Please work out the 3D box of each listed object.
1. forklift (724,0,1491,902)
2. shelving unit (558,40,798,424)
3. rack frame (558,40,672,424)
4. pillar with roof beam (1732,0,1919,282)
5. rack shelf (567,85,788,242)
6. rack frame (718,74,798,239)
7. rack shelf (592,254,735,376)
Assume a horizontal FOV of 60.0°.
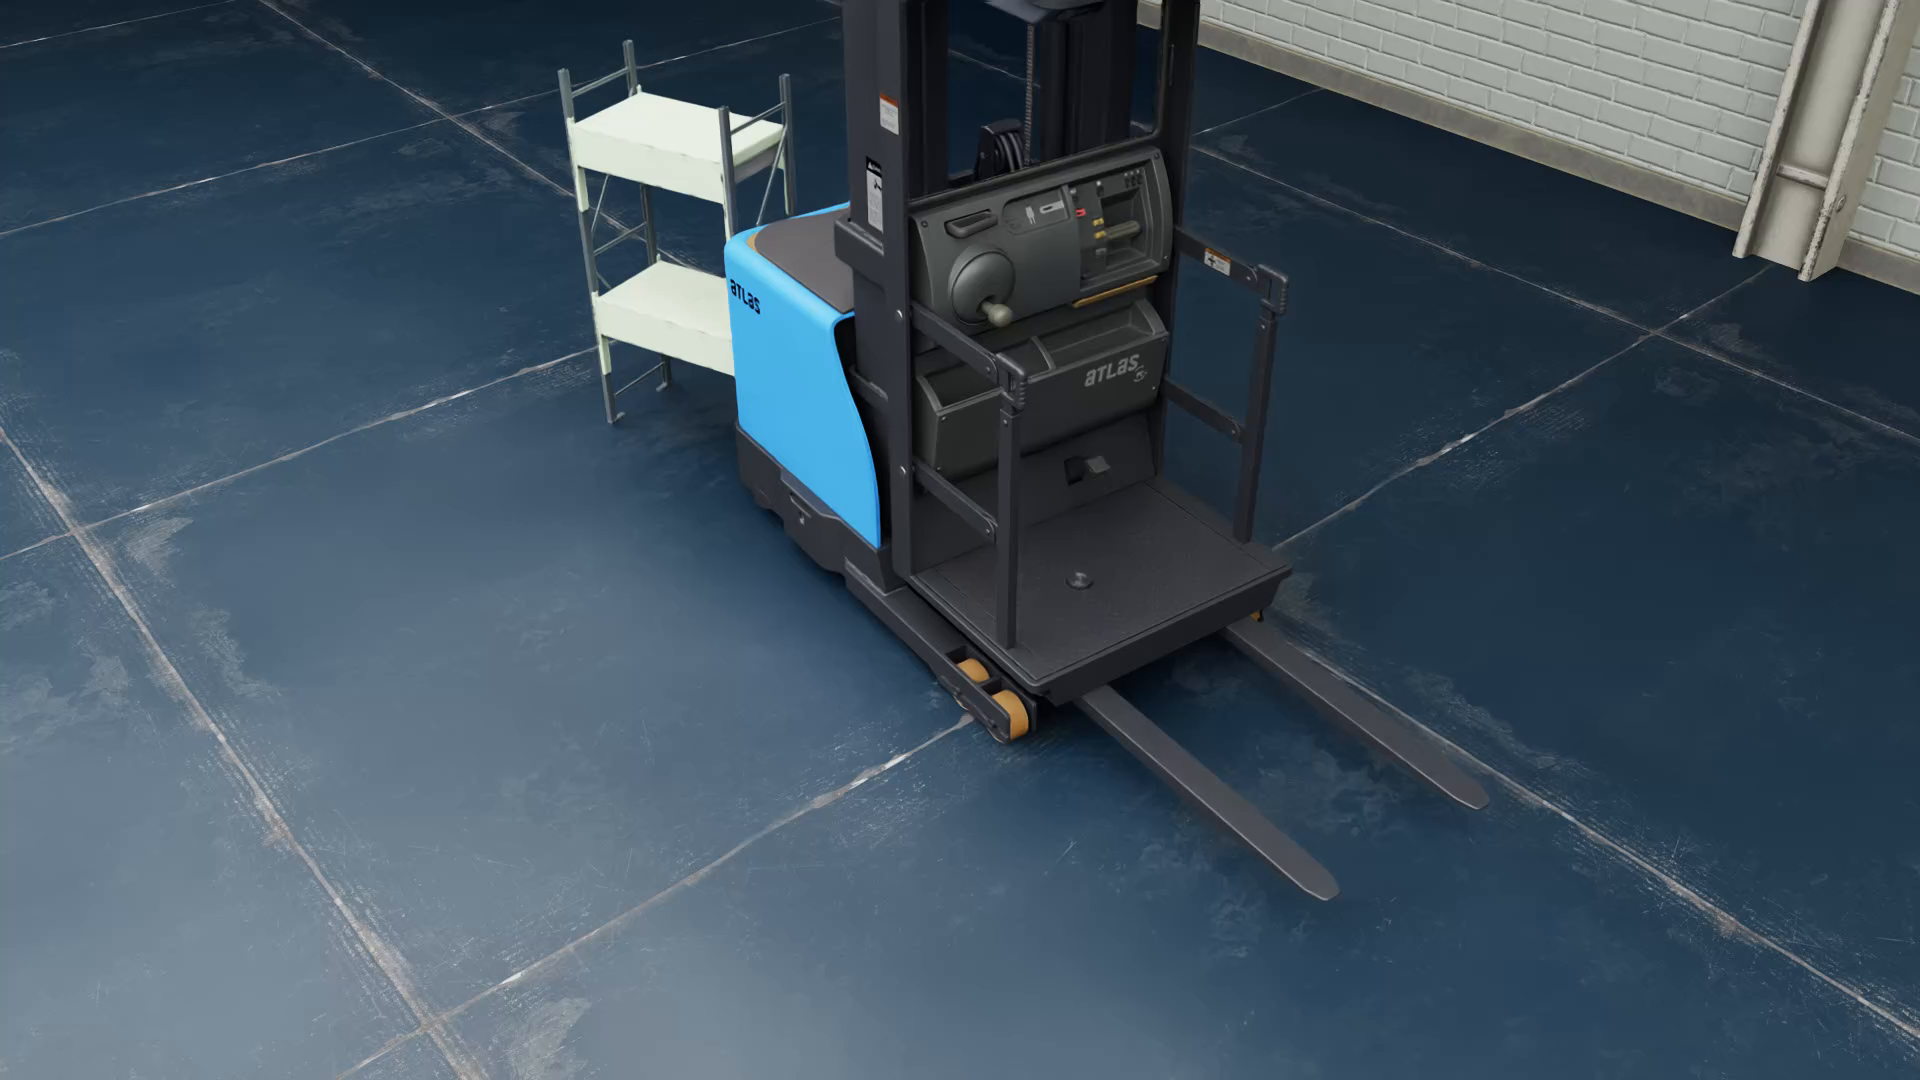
[{"bbox_3d":[0.395,-0.866,4.937,1.130,2.935,3.031,-22,41,-28],"label":"forklift"},{"bbox_3d":[-1.044,-1.090,6.492,0.755,1.500,0.431,19,39,25],"label":"shelving unit"},{"bbox_3d":[-1.359,-1.198,6.644,0.023,1.500,0.400,19,39,25],"label":"rack frame"},{"bbox_3d":[0.783,-3.452,3.338,9.100,9.000,0.400,-26,43,-32],"label":"pillar with roof beam"},{"bbox_3d":[-1.044,-1.409,6.266,0.720,0.370,0.431,19,39,25],"label":"rack shelf"},{"bbox_3d":[-0.730,-0.983,6.340,0.023,1.500,0.400,19,39,25],"label":"rack frame"},{"bbox_3d":[-1.044,-0.824,6.680,0.720,0.370,0.431,19,39,25],"label":"rack shelf"}]
